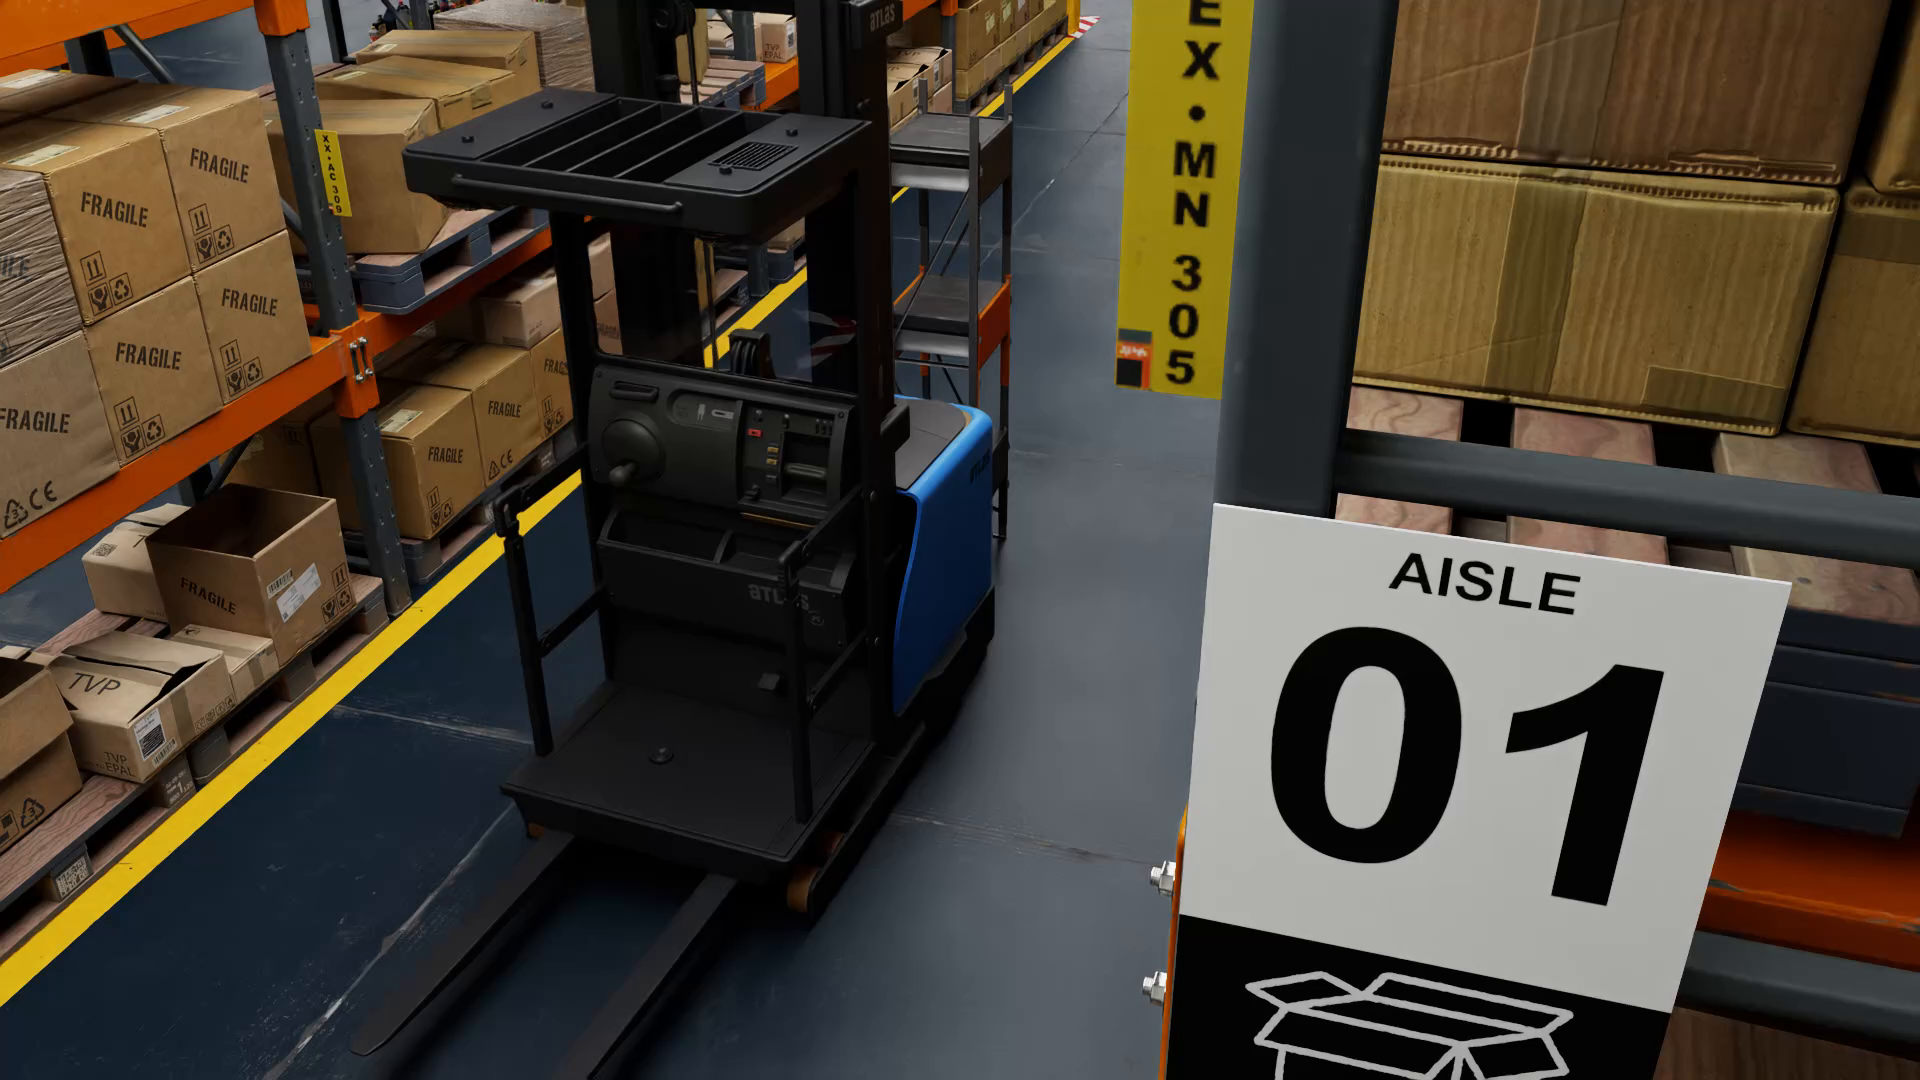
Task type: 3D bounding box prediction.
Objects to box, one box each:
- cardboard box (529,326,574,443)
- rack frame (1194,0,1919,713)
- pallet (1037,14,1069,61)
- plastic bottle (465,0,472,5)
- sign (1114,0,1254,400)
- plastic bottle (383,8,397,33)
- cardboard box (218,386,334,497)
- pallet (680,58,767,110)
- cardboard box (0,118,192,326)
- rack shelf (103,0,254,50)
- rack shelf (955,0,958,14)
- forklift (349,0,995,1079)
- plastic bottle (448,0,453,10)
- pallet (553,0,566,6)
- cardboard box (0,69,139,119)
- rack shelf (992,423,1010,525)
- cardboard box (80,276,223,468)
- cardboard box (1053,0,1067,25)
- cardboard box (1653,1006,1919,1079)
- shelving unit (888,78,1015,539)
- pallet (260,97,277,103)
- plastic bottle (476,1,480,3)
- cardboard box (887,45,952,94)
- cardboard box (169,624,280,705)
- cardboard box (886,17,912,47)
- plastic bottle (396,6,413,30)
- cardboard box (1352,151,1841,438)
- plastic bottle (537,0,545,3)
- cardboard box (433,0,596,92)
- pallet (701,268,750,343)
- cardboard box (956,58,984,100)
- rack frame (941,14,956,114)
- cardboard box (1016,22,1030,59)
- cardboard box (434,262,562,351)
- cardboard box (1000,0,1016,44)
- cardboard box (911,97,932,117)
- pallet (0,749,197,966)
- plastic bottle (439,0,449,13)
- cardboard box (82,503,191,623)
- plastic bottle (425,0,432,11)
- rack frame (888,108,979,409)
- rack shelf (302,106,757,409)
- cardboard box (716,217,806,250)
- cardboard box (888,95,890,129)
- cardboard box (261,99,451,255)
[{"bbox_3d":[-2.204,-0.843,8.299,0.500,0.500,0.500,9,30,15],"label":"cardboard box"},{"bbox_3d":[0.684,-1.131,0.526,1.000,3.000,0.127,8,30,15],"label":"rack frame"},{"bbox_3d":[0.459,-5.070,16.646,1.003,0.211,1.213,8,30,15],"label":"pallet"},{"bbox_3d":[-5.005,-5.463,16.826,0.061,0.283,0.133,9,30,16],"label":"plastic bottle"},{"bbox_3d":[0.169,-0.256,1.210,0.100,0.325,0.005,8,30,15],"label":"sign"},{"bbox_3d":[-5.351,-4.874,15.699,0.144,0.351,0.185,8,30,14],"label":"plastic bottle"},{"bbox_3d":[-3.008,-0.443,7.580,0.500,0.500,0.500,8,30,15],"label":"cardboard box"},{"bbox_3d":[-1.837,-2.523,9.397,1.213,0.211,1.003,8,30,15],"label":"pallet"},{"bbox_3d":[-2.928,-1.043,5.408,0.500,0.500,0.500,8,30,14],"label":"cardboard box"},{"bbox_3d":[-5.852,-4.255,13.054,1.077,0.370,4.000,8,30,15],"label":"rack shelf"},{"bbox_3d":[0.056,-5.406,15.122,1.077,0.370,4.000,8,30,15],"label":"rack shelf"},{"bbox_3d":[-0.867,-0.270,5.221,1.130,2.935,3.031,11,31,19],"label":"forklift"},{"bbox_3d":[-5.080,-5.278,16.577,0.097,0.201,0.097,0,29,0],"label":"plastic bottle"},{"bbox_3d":[-4.312,-5.721,17.816,1.003,0.211,1.213,8,30,15],"label":"pallet"},{"bbox_3d":[-3.286,-1.375,6.004,0.500,0.500,0.500,9,30,16],"label":"cardboard box"},{"bbox_3d":[-0.049,-0.217,7.448,0.431,0.518,0.480,8,30,15],"label":"rack shelf"},{"bbox_3d":[-2.930,-0.608,5.654,0.500,0.500,0.500,9,30,16],"label":"cardboard box"},{"bbox_3d":[0.768,-5.340,16.660,0.500,0.250,0.500,8,30,15],"label":"cardboard box"},{"bbox_3d":[0.824,1.122,2.340,0.980,0.700,0.700,10,31,17],"label":"cardboard box"},{"bbox_3d":[-0.049,-0.841,7.101,0.431,2.100,0.503,8,30,15],"label":"shelving unit"},{"bbox_3d":[-5.814,-3.341,13.539,1.003,0.211,1.213,8,30,15],"label":"pallet"},{"bbox_3d":[-4.576,-4.938,15.812,0.144,0.351,0.185,7,30,13],"label":"plastic bottle"},{"bbox_3d":[-0.375,-3.789,13.294,0.500,0.311,0.500,8,30,15],"label":"cardboard box"},{"bbox_3d":[-2.828,0.469,6.302,0.380,0.149,0.250,8,30,15],"label":"cardboard box"},{"bbox_3d":[-0.446,-4.578,14.518,0.500,0.500,0.500,8,30,15],"label":"cardboard box"},{"bbox_3d":[-5.213,-4.854,15.662,0.144,0.351,0.185,8,30,15],"label":"plastic bottle"},{"bbox_3d":[0.645,-0.360,1.845,0.500,0.250,0.500,9,30,16],"label":"cardboard box"},{"bbox_3d":[-4.228,-5.390,16.696,0.061,0.283,0.133,9,30,16],"label":"plastic bottle"},{"bbox_3d":[-2.233,-2.452,8.538,0.700,0.500,0.500,14,32,24],"label":"cardboard box"},{"bbox_3d":[-1.960,-1.372,9.999,1.003,0.211,1.213,8,30,15],"label":"pallet"},{"bbox_3d":[-0.105,-3.945,14.152,0.500,0.250,0.500,8,30,15],"label":"cardboard box"},{"bbox_3d":[-0.531,-4.791,13.276,1.000,3.000,0.127,8,30,15],"label":"rack frame"},{"bbox_3d":[0.340,-4.641,15.404,0.500,0.250,0.500,8,30,15],"label":"cardboard box"},{"bbox_3d":[-2.210,-1.155,8.088,0.500,0.250,0.500,9,30,15],"label":"cardboard box"},{"bbox_3d":[0.198,-4.736,14.803,0.500,0.500,0.500,8,30,15],"label":"cardboard box"},{"bbox_3d":[-0.525,-3.304,13.000,0.500,0.250,0.500,8,30,14],"label":"cardboard box"},{"bbox_3d":[-3.438,1.034,5.675,1.003,0.211,1.213,8,30,15],"label":"pallet"},{"bbox_3d":[-5.047,-5.144,16.253,0.061,0.283,0.133,8,30,15],"label":"plastic bottle"},{"bbox_3d":[-3.209,0.074,6.845,0.500,0.311,0.500,8,30,15],"label":"cardboard box"},{"bbox_3d":[-5.200,-5.114,16.129,0.144,0.351,0.185,8,30,15],"label":"plastic bottle"},{"bbox_3d":[-0.120,-0.727,6.897,0.400,2.100,0.015,8,30,15],"label":"rack frame"},{"bbox_3d":[-2.292,-1.688,8.439,1.077,0.370,4.000,8,30,15],"label":"rack shelf"},{"bbox_3d":[-1.270,-2.115,10.863,0.500,0.250,0.500,8,30,15],"label":"cardboard box"},{"bbox_3d":[-0.822,-3.081,12.023,0.500,0.311,0.500,8,30,14],"label":"cardboard box"},{"bbox_3d":[-2.526,-1.488,6.805,0.700,0.500,0.500,-1,29,-2],"label":"cardboard box"}]
